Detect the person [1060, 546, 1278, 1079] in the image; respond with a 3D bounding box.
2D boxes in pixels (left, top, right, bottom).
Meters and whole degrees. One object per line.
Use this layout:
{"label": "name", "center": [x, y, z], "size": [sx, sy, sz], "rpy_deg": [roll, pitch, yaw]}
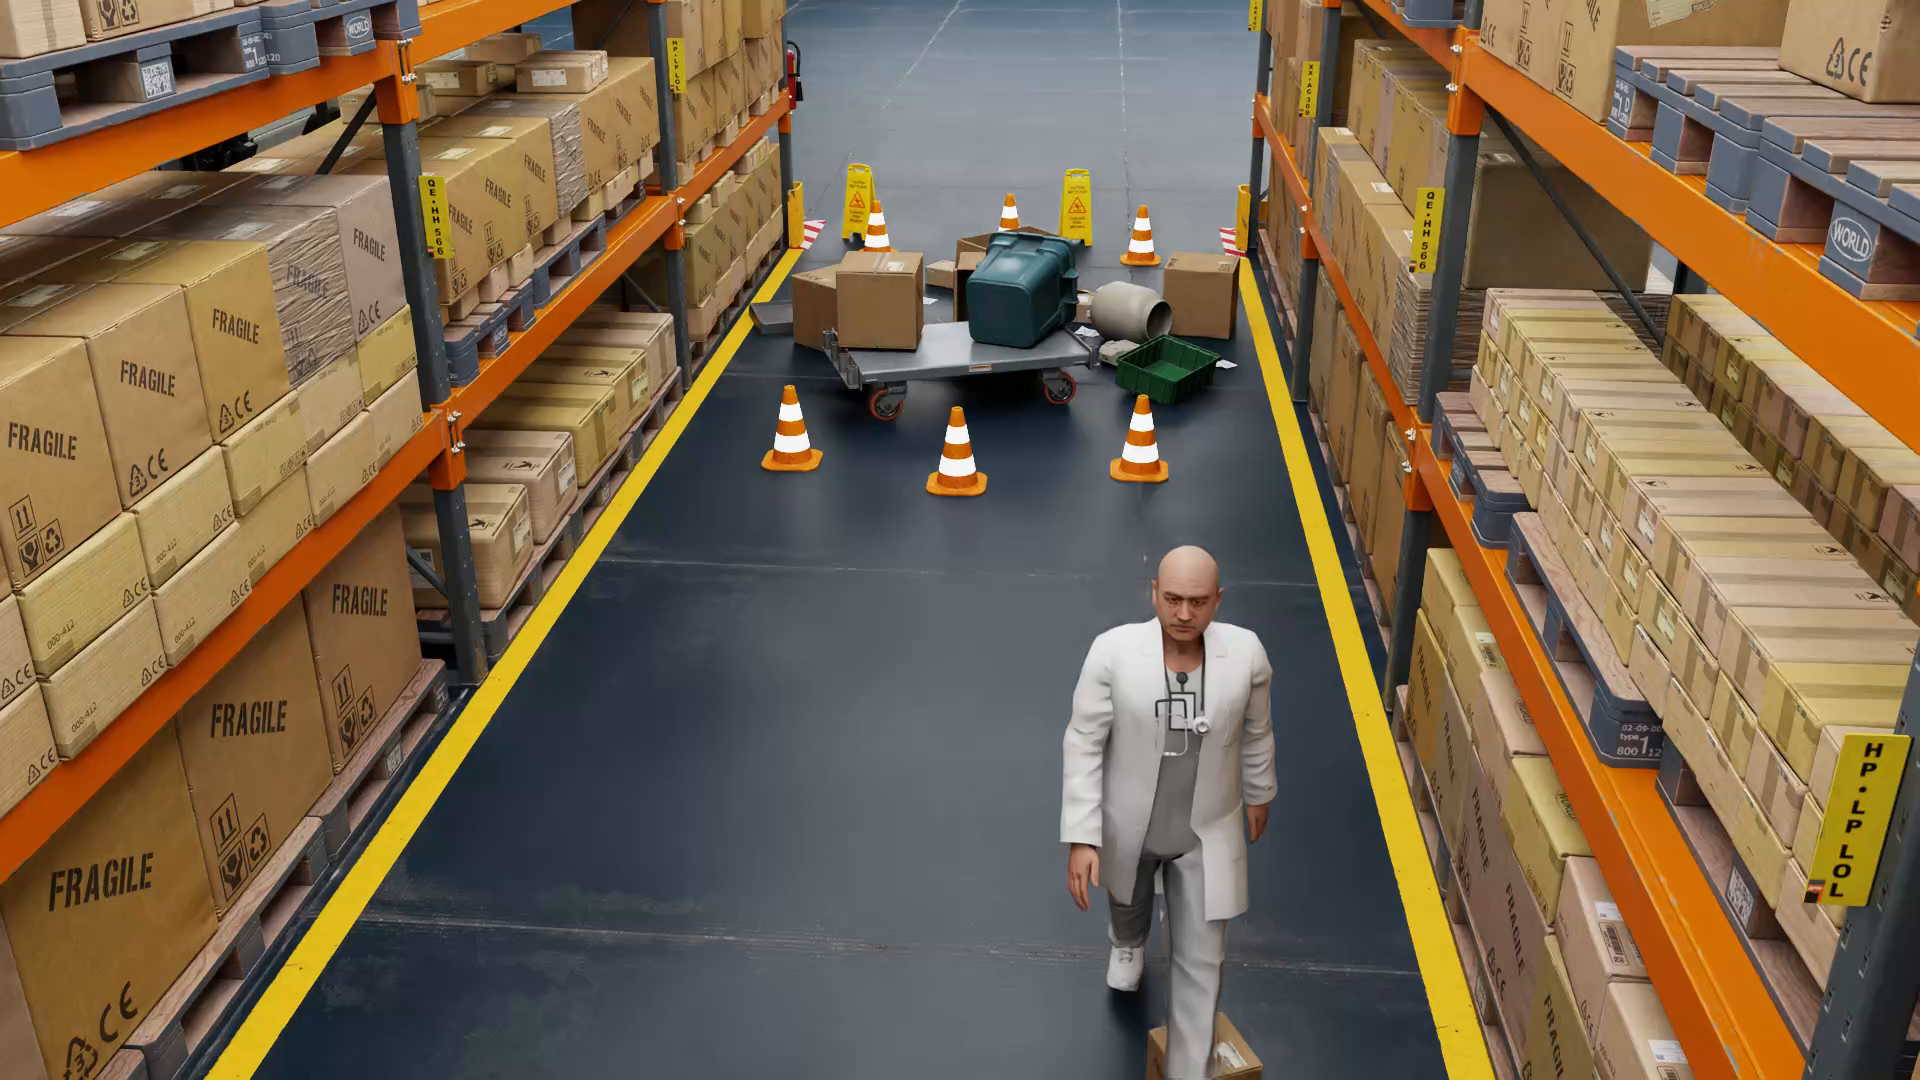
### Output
{"label": "person", "center": [0.609, 0.822, 4.796], "size": [0.637, 1.717, 1.194], "rpy_deg": [2, 24, 5]}
